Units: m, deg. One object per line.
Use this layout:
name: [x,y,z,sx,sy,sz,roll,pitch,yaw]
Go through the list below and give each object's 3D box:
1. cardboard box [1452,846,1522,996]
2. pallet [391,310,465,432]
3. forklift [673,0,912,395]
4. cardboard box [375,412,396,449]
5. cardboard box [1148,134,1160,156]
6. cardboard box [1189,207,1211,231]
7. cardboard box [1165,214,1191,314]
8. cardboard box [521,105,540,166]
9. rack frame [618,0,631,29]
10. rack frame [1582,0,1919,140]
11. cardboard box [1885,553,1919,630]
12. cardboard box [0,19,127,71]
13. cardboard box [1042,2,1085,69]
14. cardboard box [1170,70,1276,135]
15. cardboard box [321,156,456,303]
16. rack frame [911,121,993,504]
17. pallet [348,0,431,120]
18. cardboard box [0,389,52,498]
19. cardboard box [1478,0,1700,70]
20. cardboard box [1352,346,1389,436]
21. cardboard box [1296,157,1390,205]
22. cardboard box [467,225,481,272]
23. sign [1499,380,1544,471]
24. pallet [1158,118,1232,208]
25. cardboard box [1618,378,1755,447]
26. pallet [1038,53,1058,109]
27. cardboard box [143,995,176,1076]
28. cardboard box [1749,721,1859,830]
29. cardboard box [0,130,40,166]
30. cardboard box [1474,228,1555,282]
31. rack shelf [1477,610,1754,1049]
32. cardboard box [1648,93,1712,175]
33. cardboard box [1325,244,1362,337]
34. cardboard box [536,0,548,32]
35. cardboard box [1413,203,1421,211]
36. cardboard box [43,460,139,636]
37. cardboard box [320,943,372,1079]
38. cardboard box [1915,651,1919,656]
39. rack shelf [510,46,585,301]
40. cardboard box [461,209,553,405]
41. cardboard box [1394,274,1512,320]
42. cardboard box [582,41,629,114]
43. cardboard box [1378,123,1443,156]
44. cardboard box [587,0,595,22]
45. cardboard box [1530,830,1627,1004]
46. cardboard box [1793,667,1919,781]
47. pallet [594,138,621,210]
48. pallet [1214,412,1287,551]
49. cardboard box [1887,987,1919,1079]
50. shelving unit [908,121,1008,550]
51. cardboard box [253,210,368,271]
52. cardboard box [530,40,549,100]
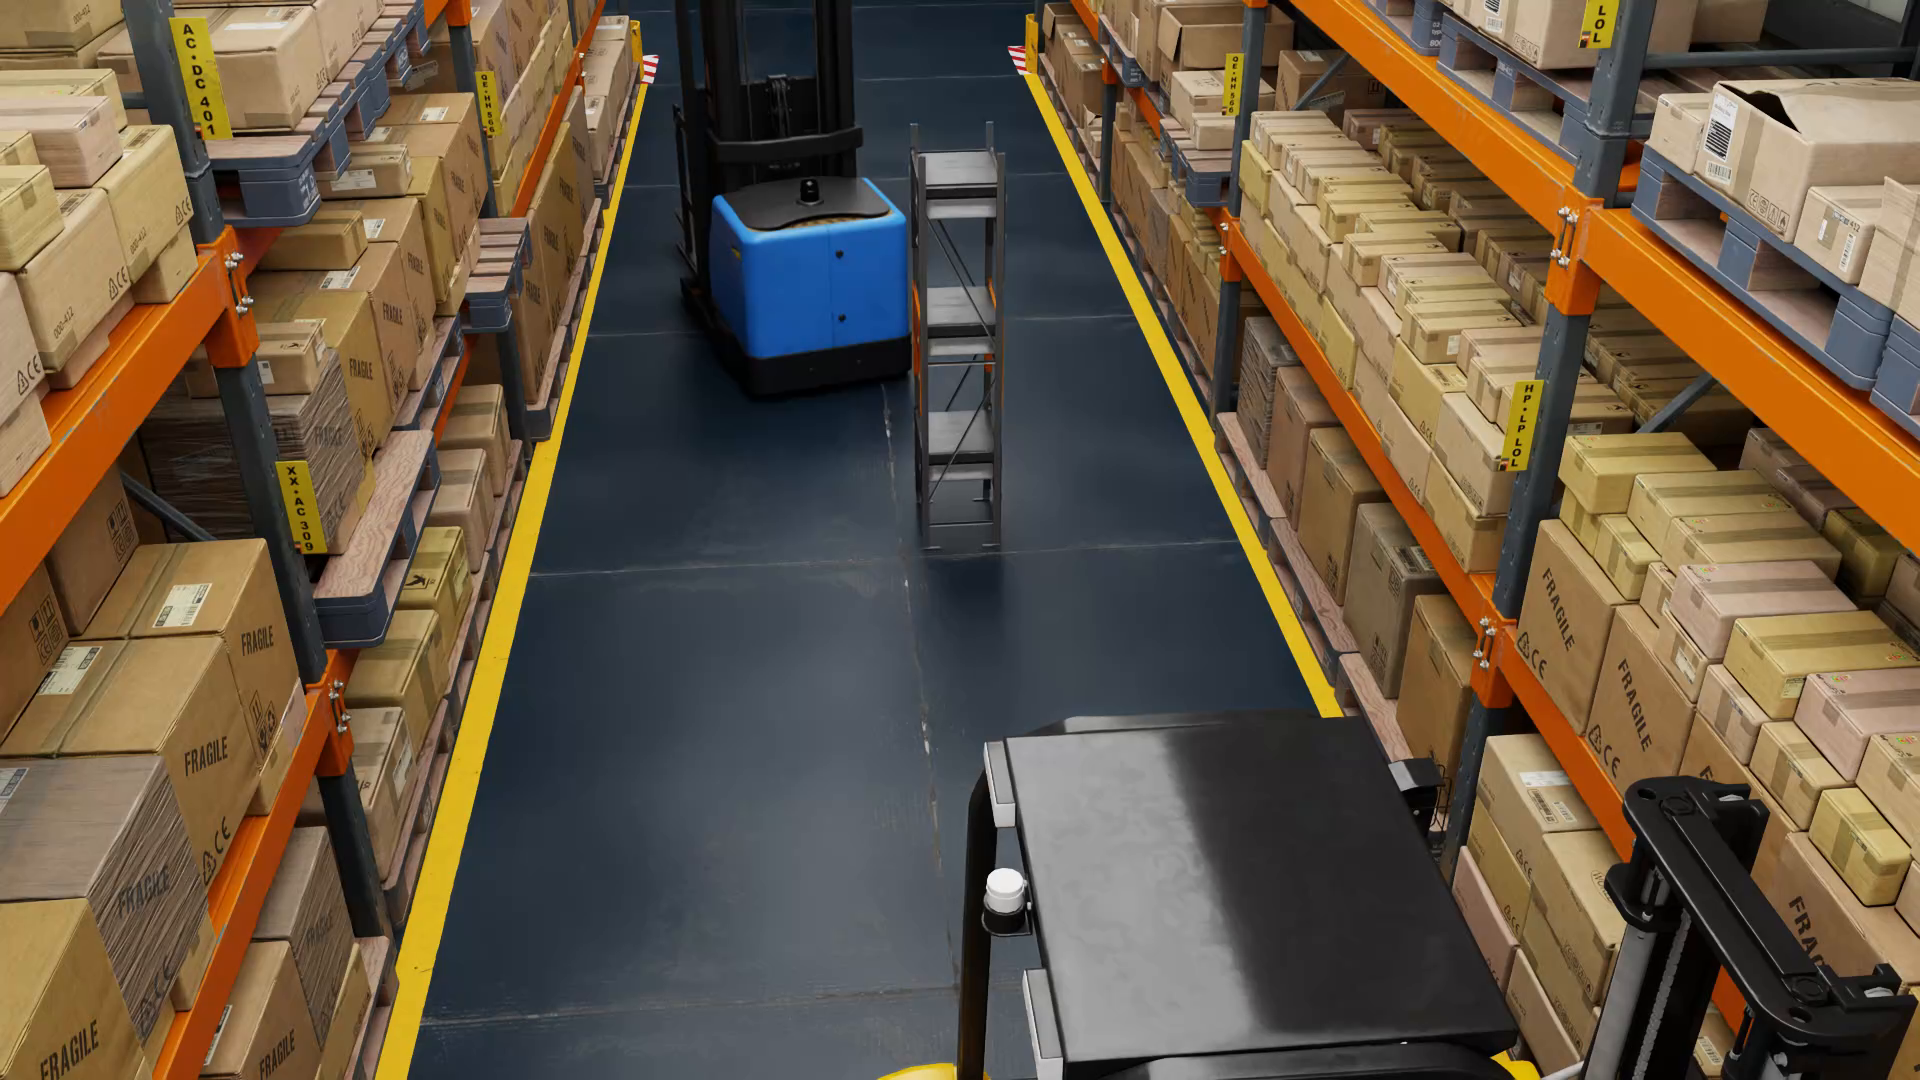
cardboard box: [2.077,1.326,5.876,0.500,0.250,0.500,-2,31,-4]
pallet: [-2.728,-0.648,7.097,1.003,0.211,1.213,-3,31,-5]
forklift: [-1.292,-2.883,10.719,1.130,2.935,3.031,-11,33,-17]
cardboard box: [-2.417,-0.469,6.446,0.380,0.149,0.250,-2,31,-4]
cardboard box: [1.560,-2.803,11.914,0.380,0.149,0.250,-3,31,-5]
cardboard box: [1.673,-2.016,10.595,0.380,0.149,0.250,-2,31,-3]
cardboard box: [1.646,-1.815,10.891,0.500,0.500,0.500,-1,31,-2]
cardboard box: [-2.858,-2.466,10.100,0.500,0.250,0.500,-2,31,-3]
rack frame: [-3.701,-5.824,15.575,1.000,3.000,0.127,-3,31,-5]
rack frame: [2.361,-2.512,4.181,1.000,3.000,0.127,-3,31,-5]
cardboard box: [2.798,0.152,4.550,0.380,0.149,0.250,-3,31,-6]
cardboard box: [-2.779,-1.392,4.967,0.500,0.250,0.500,-3,31,-6]
cardboard box: [1.203,-4.855,15.978,0.797,0.503,0.637,-4,31,-7]
cardboard box: [1.567,-2.618,9.945,0.500,0.250,0.500,-4,31,-7]
cardboard box: [-2.527,-1.350,7.288,0.500,0.500,0.500,-5,31,-8]
rack frame: [-0.038,-1.111,8.562,0.400,2.100,0.015,-3,31,-5]
pallet: [-2.632,-1.754,6.019,1.213,0.211,1.003,-3,31,-5]
cardboard box: [-2.165,-0.204,3.487,0.380,0.149,0.250,-2,31,-3]
cardboard box: [2.051,-1.767,5.438,0.500,0.311,0.500,-4,31,-6]
cardboard box: [1.985,-0.628,7.023,0.500,0.250,0.500,-3,31,-4]
cardboard box: [1.837,-1.724,7.982,0.380,0.149,0.250,-2,31,-4]
cardboard box: [-2.524,-1.396,7.997,0.380,0.149,0.250,-3,31,-5]
sign: [1.822,-0.369,5.390,0.100,0.325,0.005,-3,31,-5]
pallet: [1.854,-2.239,9.761,1.213,0.211,1.003,-3,31,-5]
cardboard box: [2.542,-0.448,5.845,0.380,0.149,0.250,-3,31,-6]
pallet: [1.323,-4.420,15.945,1.003,0.211,1.213,-3,31,-5]
cardboard box: [-2.154,1.211,4.042,0.380,0.149,0.250,-3,31,-5]
cardboard box: [2.220,0.572,4.137,0.380,0.149,0.250,-4,31,-6]
cardboard box: [-2.297,-0.802,3.709,0.380,0.149,0.250,-2,31,-3]
cardboard box: [2.446,-1.228,7.151,0.380,0.149,0.250,-2,31,-4]
rack shelf: [2.548,1.393,4.194,1.077,0.370,4.000,-3,31,-5]
cardboard box: [2.101,-1.096,4.473,0.380,0.149,0.250,-2,31,-4]
cardboard box: [1.935,-1.108,7.338,0.500,0.250,0.500,-2,31,-4]
cardboard box: [-2.952,-3.514,10.635,0.500,0.500,0.500,-2,31,-3]
cardboard box: [2.400,-1.396,7.821,0.500,0.250,0.500,-3,31,-5]
cardboard box: [-2.755,-0.062,4.566,0.700,0.500,0.500,-3,31,-5]
cardboard box: [-2.257,1.592,5.431,0.500,0.250,0.500,-1,31,-2]
cardboard box: [2.715,0.417,4.396,0.380,0.149,0.250,-2,31,-3]
rack shelf: [-3.141,-2.451,10.631,1.077,0.370,4.000,-3,31,-5]
cardboard box: [-2.936,-1.364,9.771,0.875,0.875,0.875,-3,31,-5]
cardboard box: [1.977,-0.945,6.677,0.380,0.149,0.250,-3,31,-6]
cardboard box: [-3.446,-4.105,14.786,0.875,0.438,0.875,-2,31,-3]
cardboard box: [2.355,-2.016,8.469,0.380,0.149,0.250,-2,31,-3]
cardboard box: [-3.154,-4.334,12.983,0.500,0.500,0.500,-3,31,-4]
cardboard box: [2.132,1.158,5.183,0.500,0.250,0.500,-3,31,-5]
cardboard box: [2.295,0.445,4.060,0.380,0.149,0.250,-3,31,-5]
pallet: [-3.321,-2.976,13.527,1.003,0.211,1.213,-3,31,-5]
pallet: [2.026,-0.360,9.146,1.003,0.211,1.213,-3,31,-5]
cardboard box: [2.340,1.297,3.556,0.500,0.500,0.500,-3,31,-6]
shelving unit: [-0.015,-0.986,8.353,0.431,2.100,0.503,-3,31,-5]
cardboard box: [-2.476,-1.133,6.292,0.380,0.149,0.250,-1,31,-2]
cardboard box: [-2.871,-2.939,10.403,0.500,0.250,0.500,-2,31,-4]
